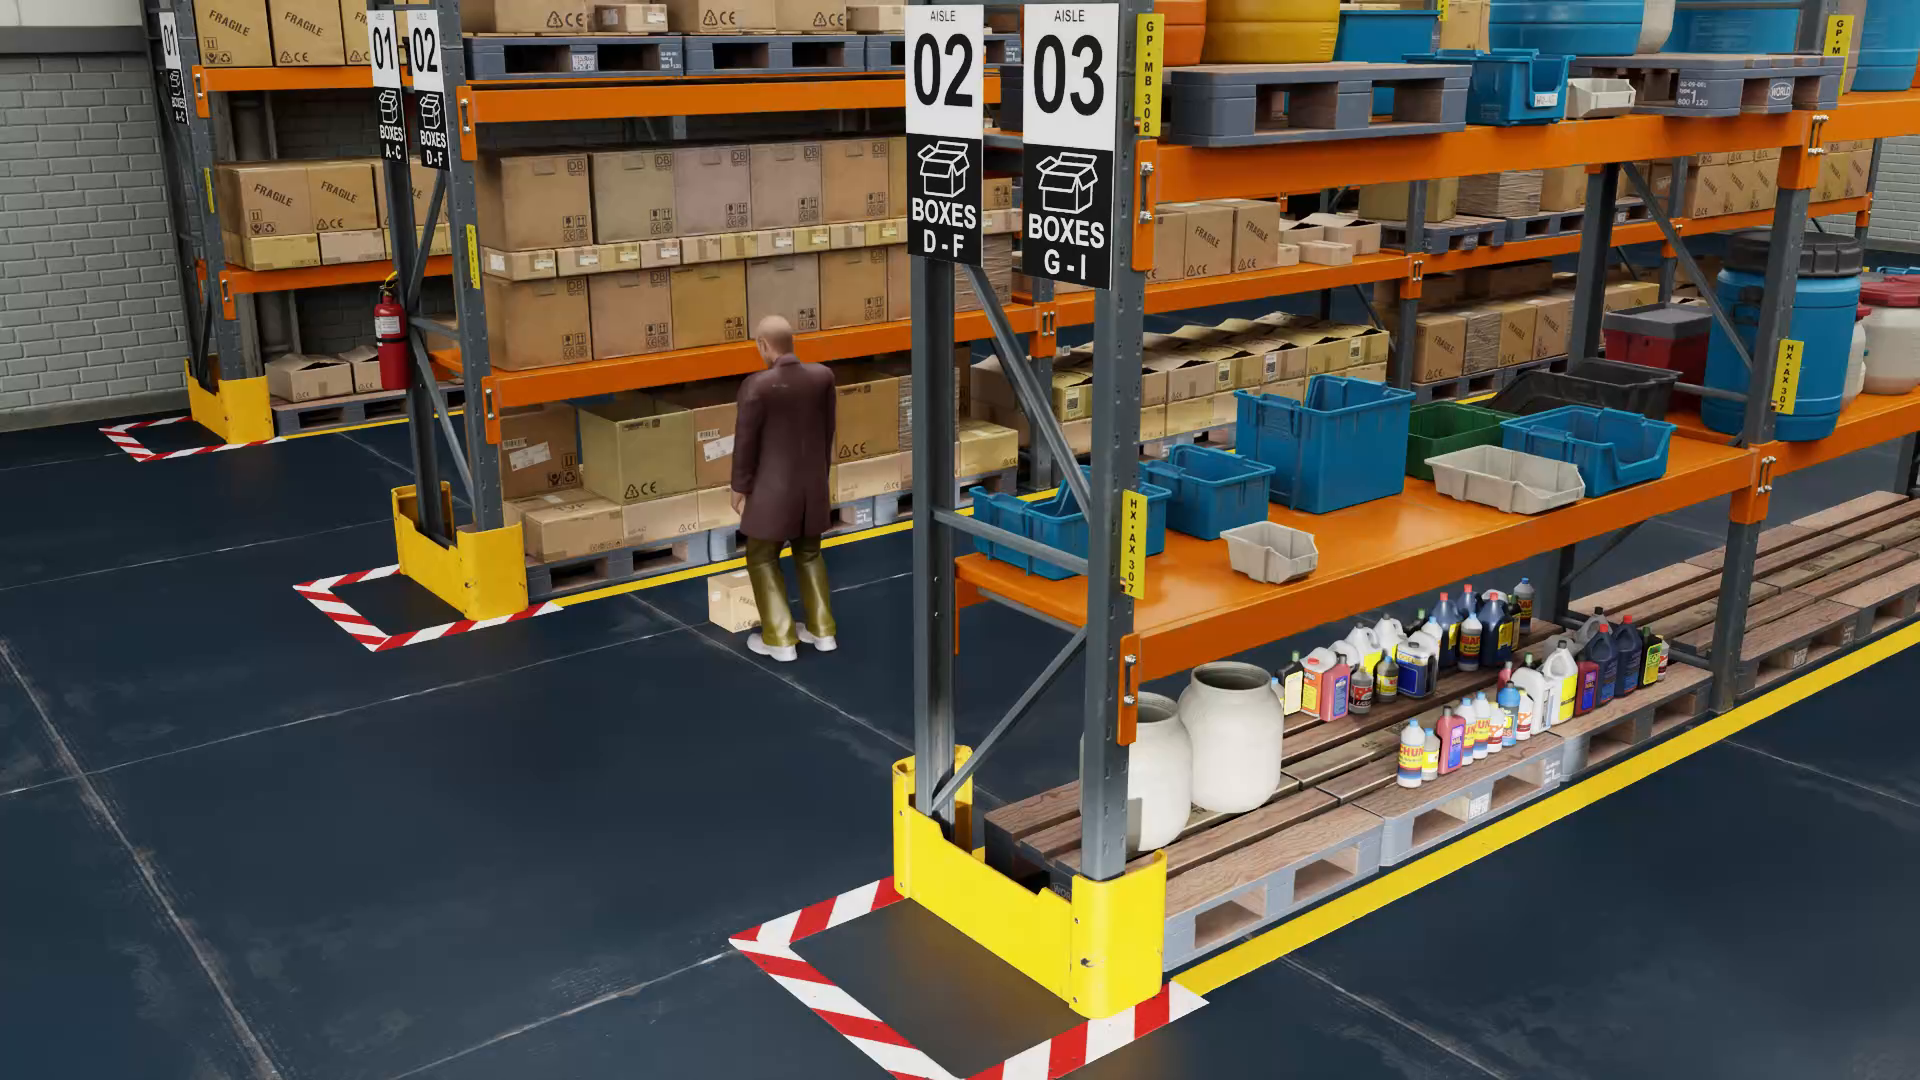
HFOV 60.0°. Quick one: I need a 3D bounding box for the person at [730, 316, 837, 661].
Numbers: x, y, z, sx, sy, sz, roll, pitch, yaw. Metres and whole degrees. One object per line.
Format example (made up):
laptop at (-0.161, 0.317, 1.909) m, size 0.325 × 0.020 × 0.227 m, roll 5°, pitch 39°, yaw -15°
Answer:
person at (-0.901, -0.236, 8.464) m, size 0.572 × 1.706 × 0.378 m, roll -13°, pitch 21°, yaw -35°
